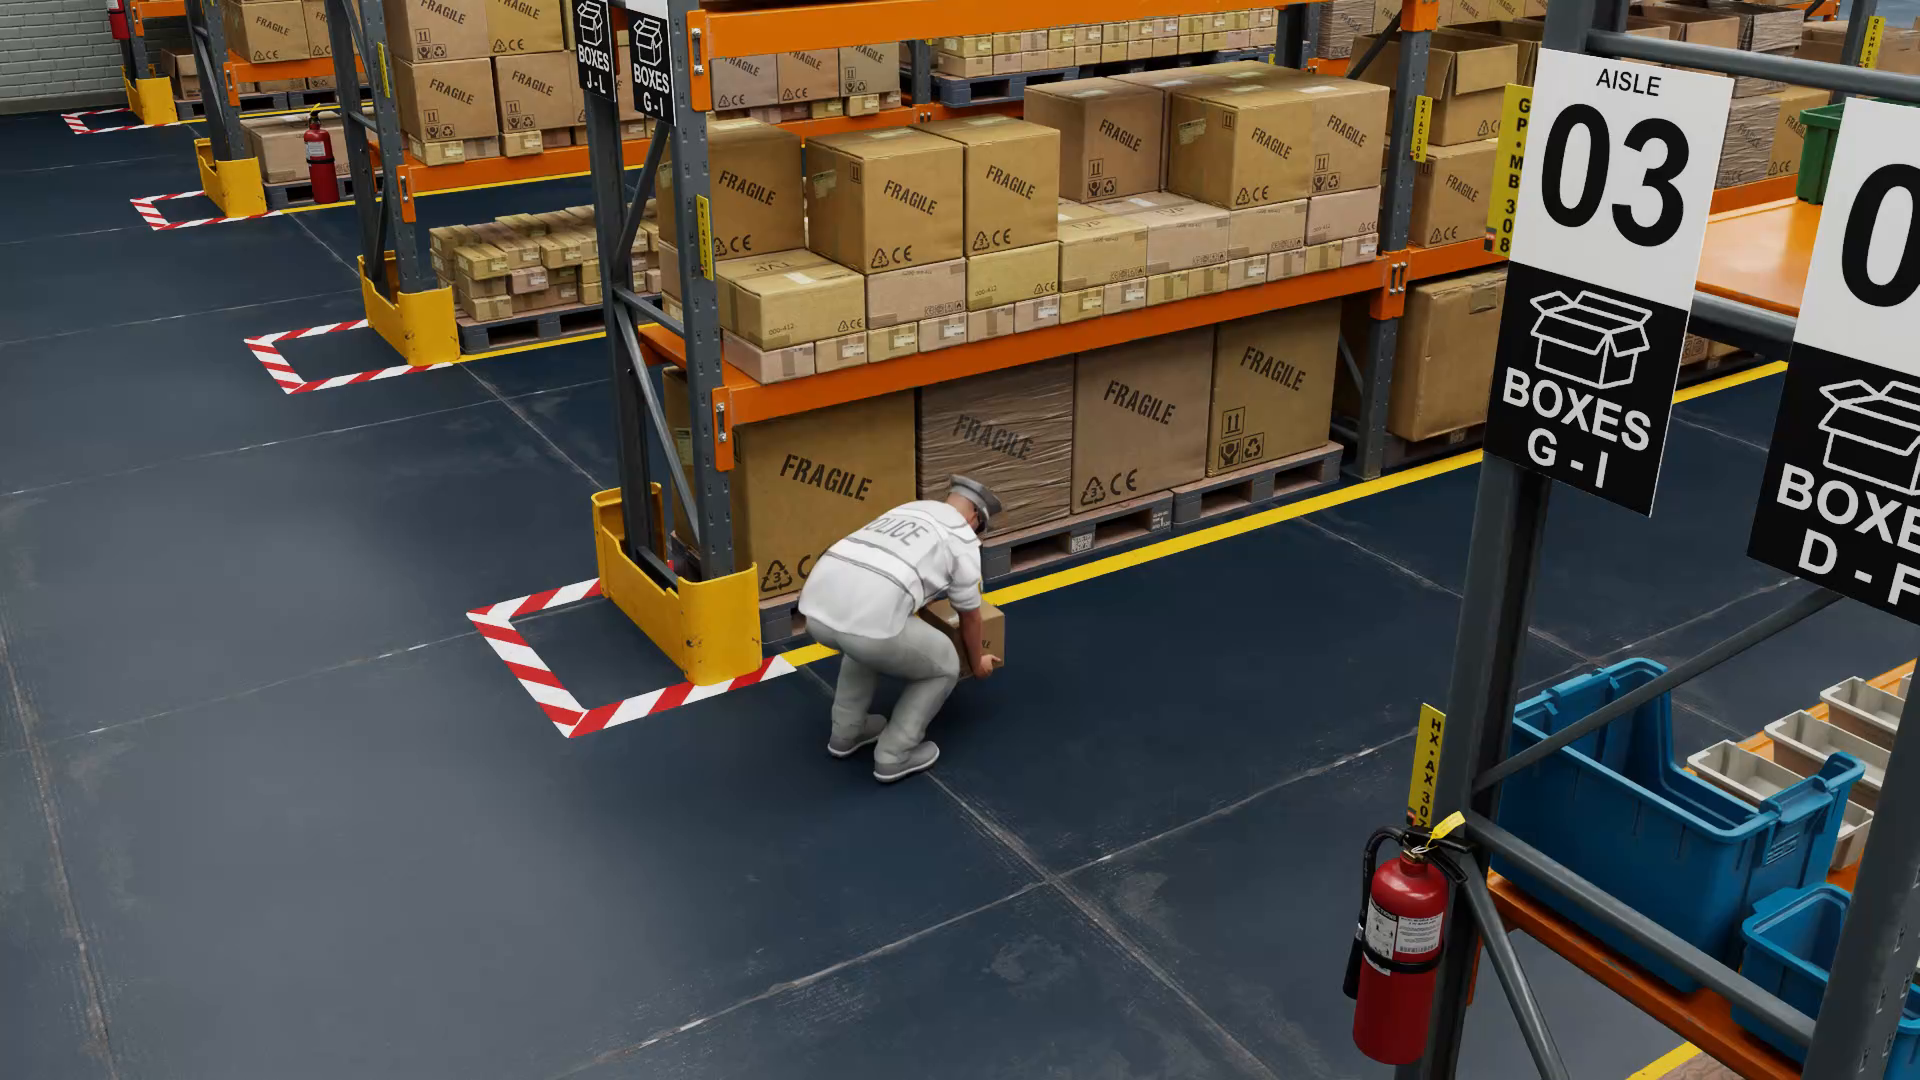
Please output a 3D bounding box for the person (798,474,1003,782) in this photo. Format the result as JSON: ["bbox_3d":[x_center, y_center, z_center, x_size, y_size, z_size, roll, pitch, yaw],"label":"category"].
[{"bbox_3d":[-0.196,0.342,6.698,0.540,1.051,1.032,19,31,35],"label":"person"}]
